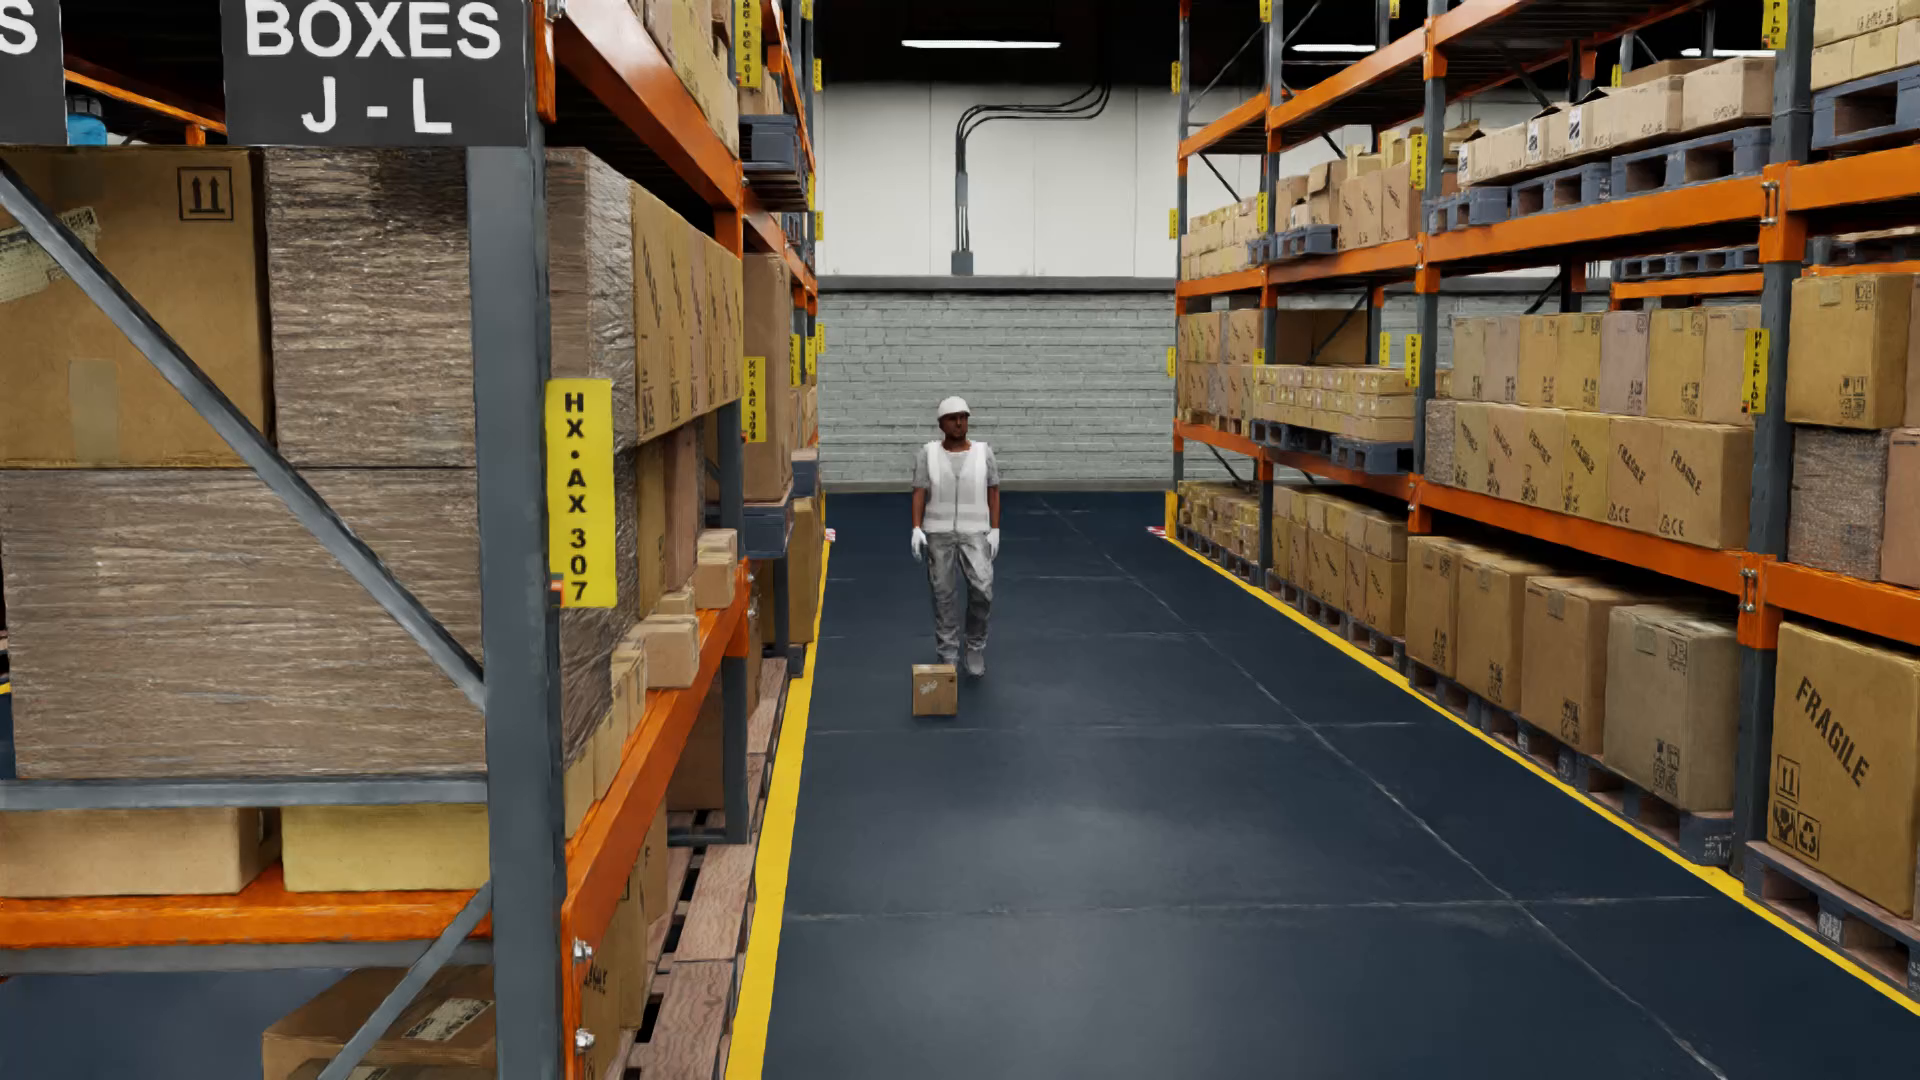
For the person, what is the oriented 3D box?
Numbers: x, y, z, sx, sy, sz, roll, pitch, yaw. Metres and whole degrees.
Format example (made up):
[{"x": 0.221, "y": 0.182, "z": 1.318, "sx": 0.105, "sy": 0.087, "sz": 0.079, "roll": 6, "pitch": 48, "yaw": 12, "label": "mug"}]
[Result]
[{"x": -0.026, "y": -0.010, "z": 10.588, "sx": 0.573, "sy": 1.809, "sz": 0.469, "roll": 0, "pitch": 7, "yaw": 1, "label": "person"}]
